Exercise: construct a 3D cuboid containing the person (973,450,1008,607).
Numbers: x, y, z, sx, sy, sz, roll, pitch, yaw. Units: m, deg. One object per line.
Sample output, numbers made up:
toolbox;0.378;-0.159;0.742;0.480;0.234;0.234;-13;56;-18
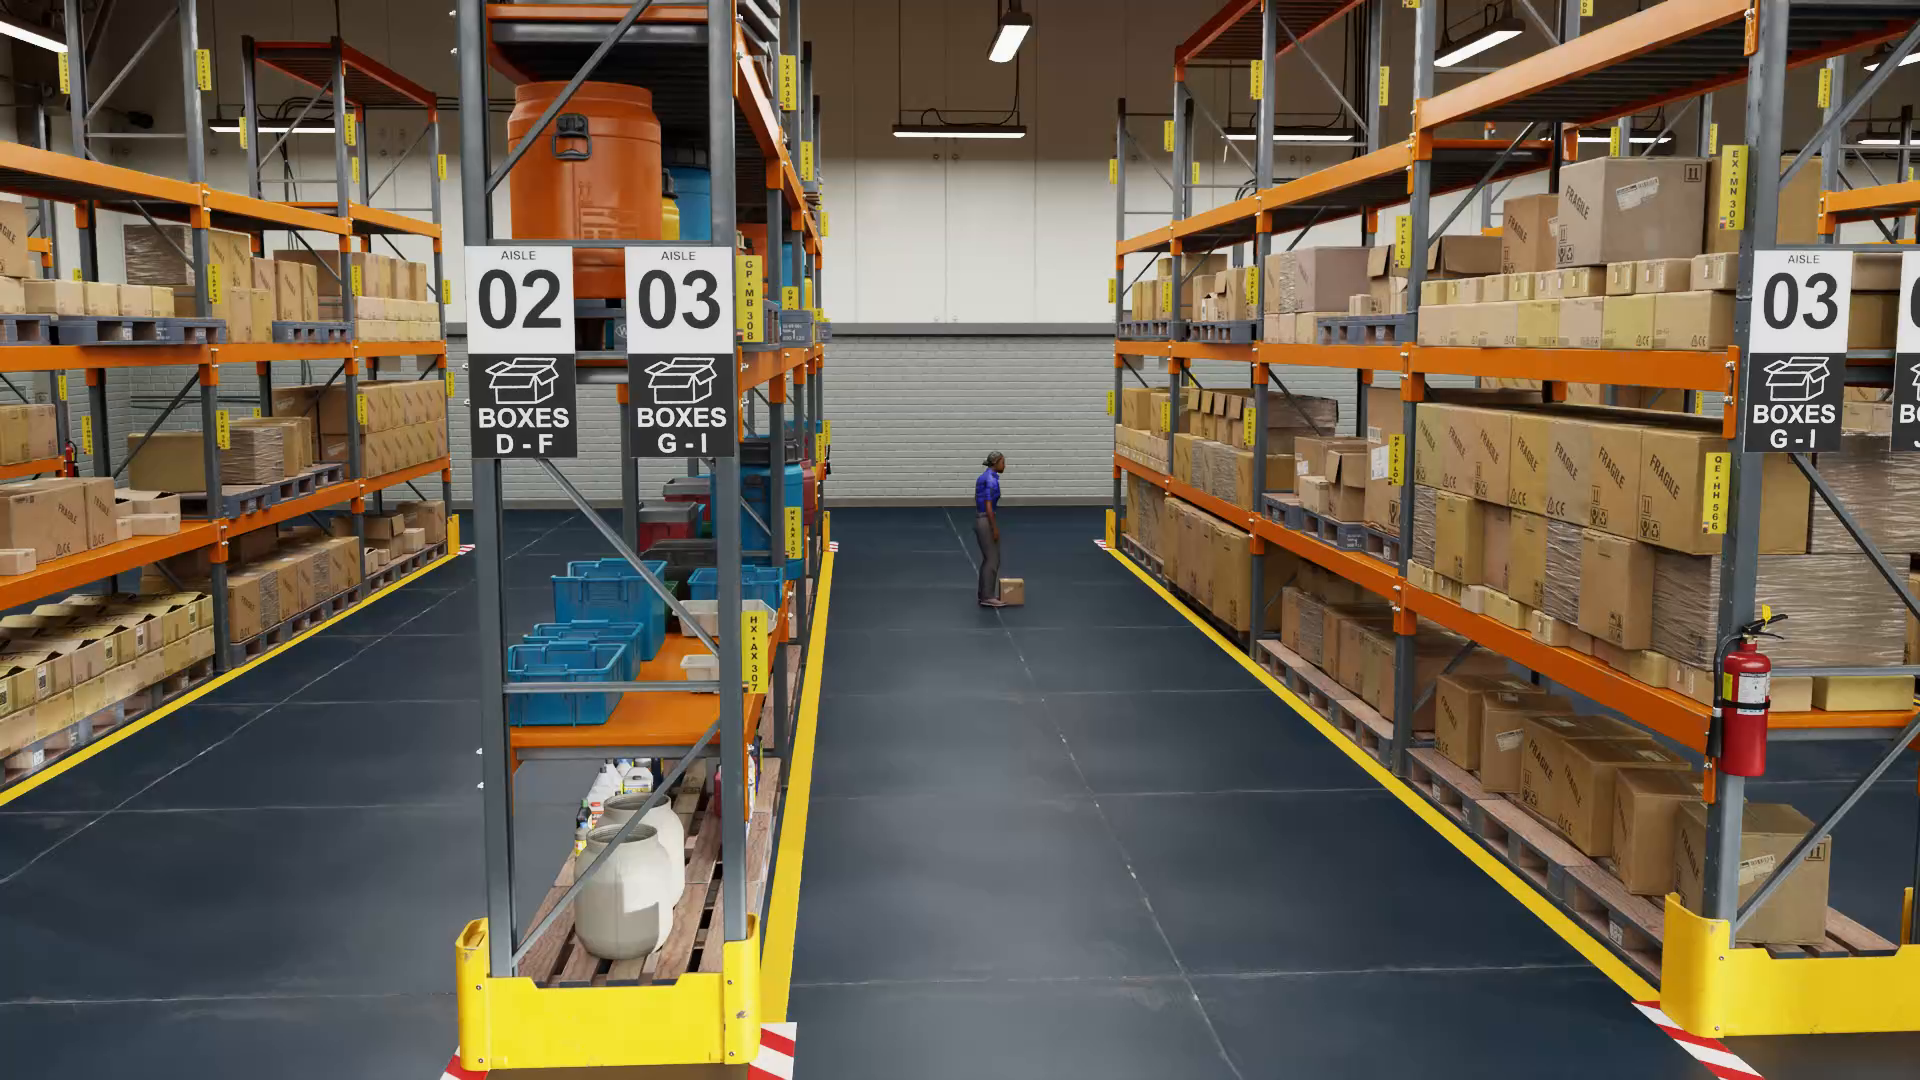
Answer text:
person;0.323;-0.134;17.873;0.352;1.654;0.530;-1;7;-7
